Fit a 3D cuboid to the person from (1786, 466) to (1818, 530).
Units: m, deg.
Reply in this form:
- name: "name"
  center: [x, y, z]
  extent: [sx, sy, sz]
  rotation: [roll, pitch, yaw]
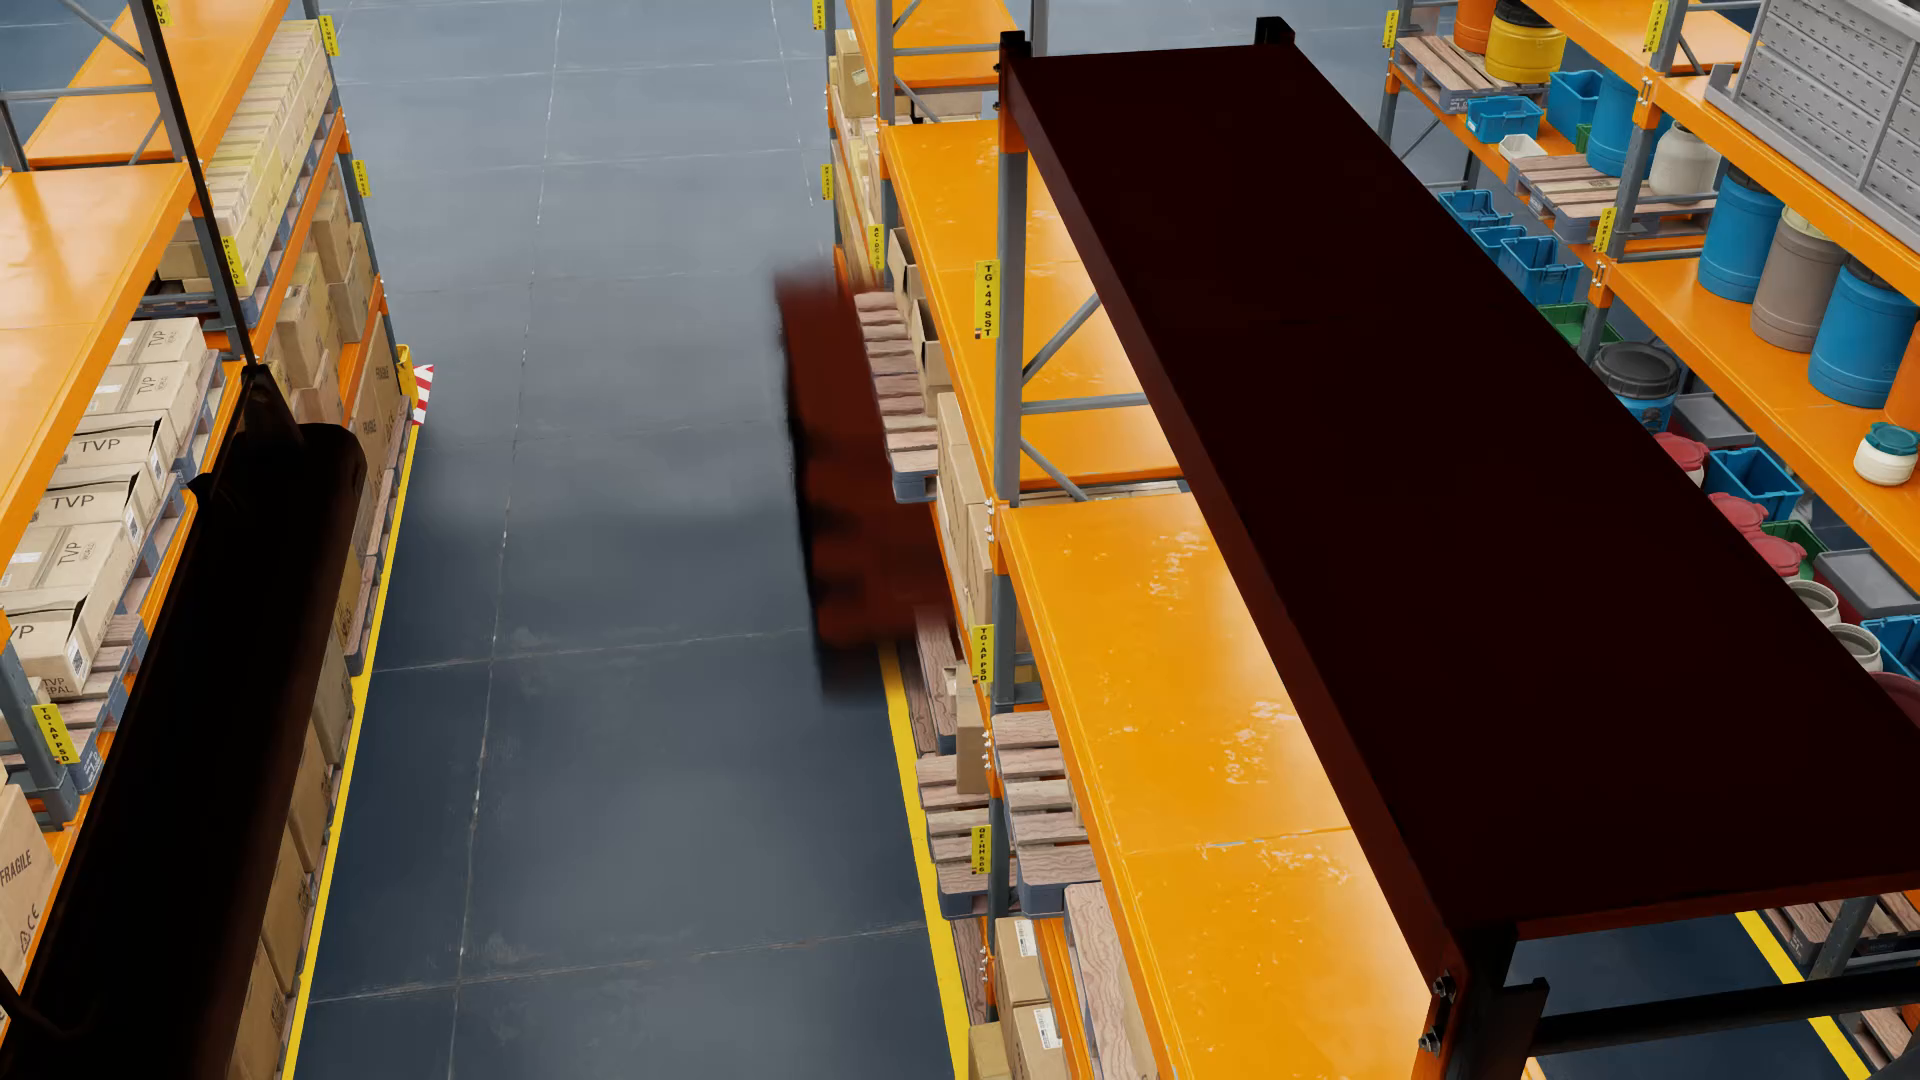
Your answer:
- name: "person"
  center: [6.610, -0.495, 12.755]
  extent: [0.583, 1.656, 0.528]
  rotation: [-12, 38, -16]
